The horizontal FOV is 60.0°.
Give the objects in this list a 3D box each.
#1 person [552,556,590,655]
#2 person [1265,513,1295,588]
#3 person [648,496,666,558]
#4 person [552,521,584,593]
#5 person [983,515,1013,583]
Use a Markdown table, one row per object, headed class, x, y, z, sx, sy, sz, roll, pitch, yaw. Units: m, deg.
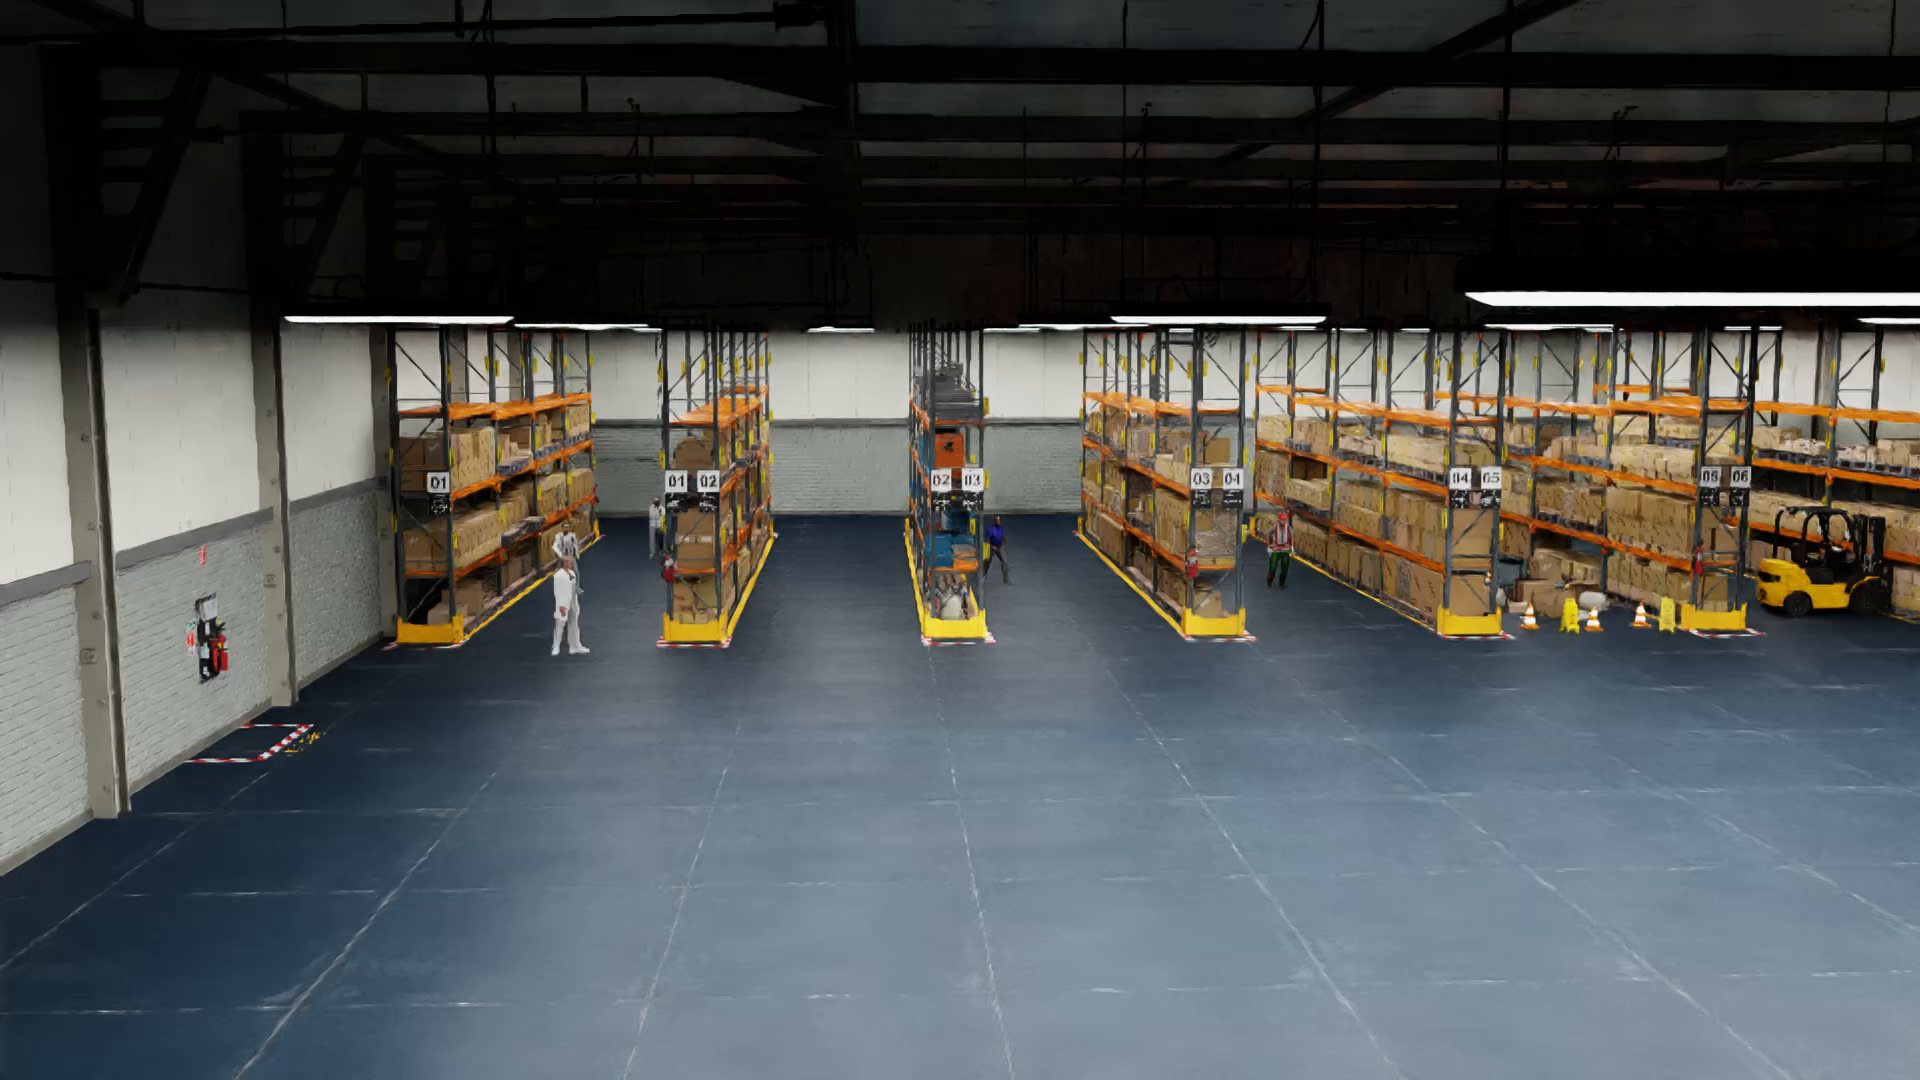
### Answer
| class | x | y | z | sx | sy | sz | roll | pitch | yaw |
| --- | --- | --- | --- | --- | --- | --- | --- | --- | --- |
| person | -7.046 | 1.202 | 29.769 | 0.527 | 1.702 | 0.677 | 3 | 8 | 25 |
| person | 7.223 | 0.237 | 37.523 | 0.677 | 1.742 | 0.551 | 0 | 7 | -4 |
| person | -7.772 | -0.358 | 42.736 | 0.445 | 1.590 | 1.091 | -1 | 7 | -6 |
| person | -8.732 | 0.362 | 36.916 | 0.639 | 1.610 | 0.807 | -2 | 7 | -19 |
| person | 0.823 | 0.193 | 38.352 | 0.613 | 1.588 | 0.824 | -3 | 8 | -20 |
